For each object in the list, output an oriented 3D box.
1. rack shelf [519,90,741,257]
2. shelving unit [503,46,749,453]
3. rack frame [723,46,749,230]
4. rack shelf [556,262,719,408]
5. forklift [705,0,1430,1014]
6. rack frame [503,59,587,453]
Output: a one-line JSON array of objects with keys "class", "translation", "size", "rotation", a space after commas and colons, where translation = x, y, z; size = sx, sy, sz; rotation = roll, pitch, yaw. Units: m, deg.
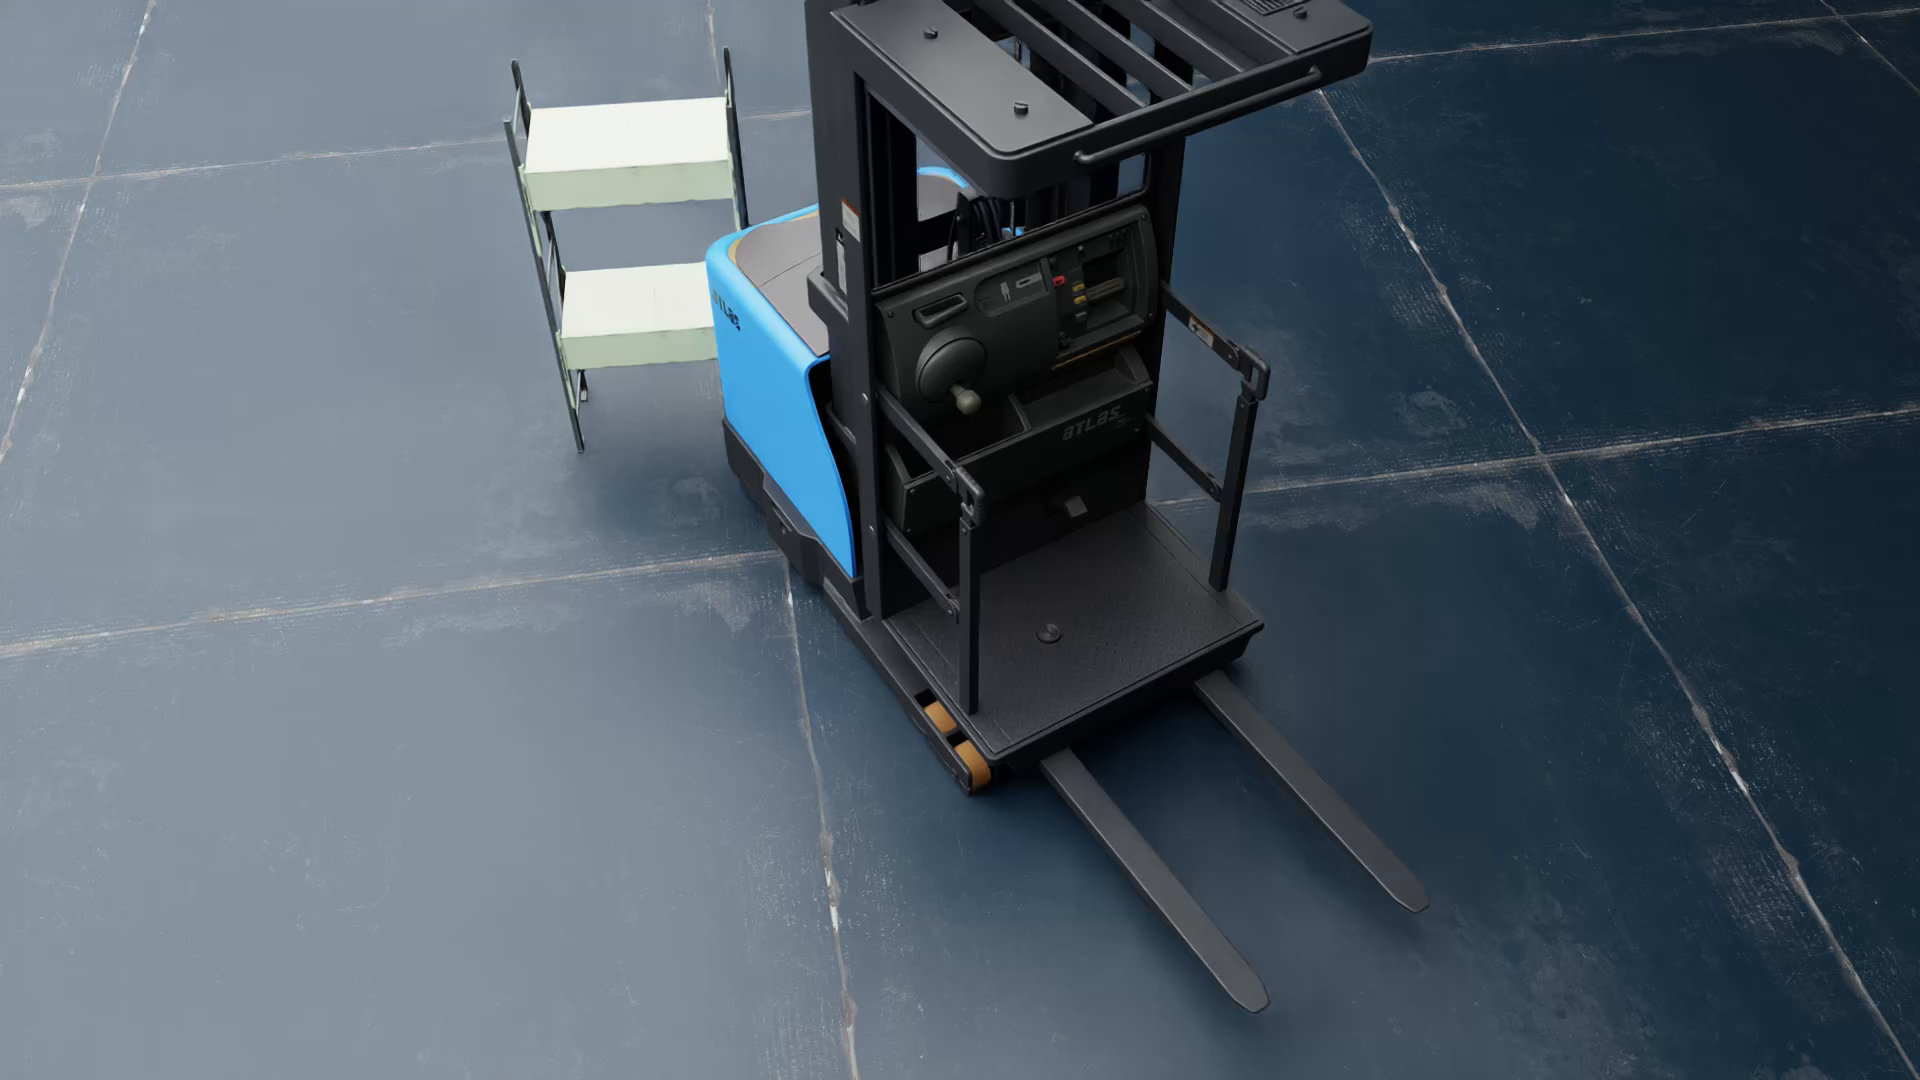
[{"class": "rack shelf", "translation": [-1.161, -1.309, 5.928], "size": [0.720, 0.370, 0.431], "rotation": [-5, 46, -5]}, {"class": "shelving unit", "translation": [-1.161, -1.039, 6.209], "size": [0.755, 1.500, 0.431], "rotation": [-5, 46, -5]}, {"class": "rack frame", "translation": [-0.798, -1.069, 6.239], "size": [0.023, 1.500, 0.400], "rotation": [-5, 46, -5]}, {"class": "rack shelf", "translation": [-1.161, -0.812, 6.444], "size": [0.720, 0.370, 0.431], "rotation": [-5, 46, -5]}, {"class": "forklift", "translation": [0.306, -0.586, 4.779], "size": [1.130, 2.935, 3.031], "rotation": [-24, 51, -22]}, {"class": "rack frame", "translation": [-1.525, -1.008, 6.179], "size": [0.023, 1.500, 0.400], "rotation": [-5, 46, -5]}]
